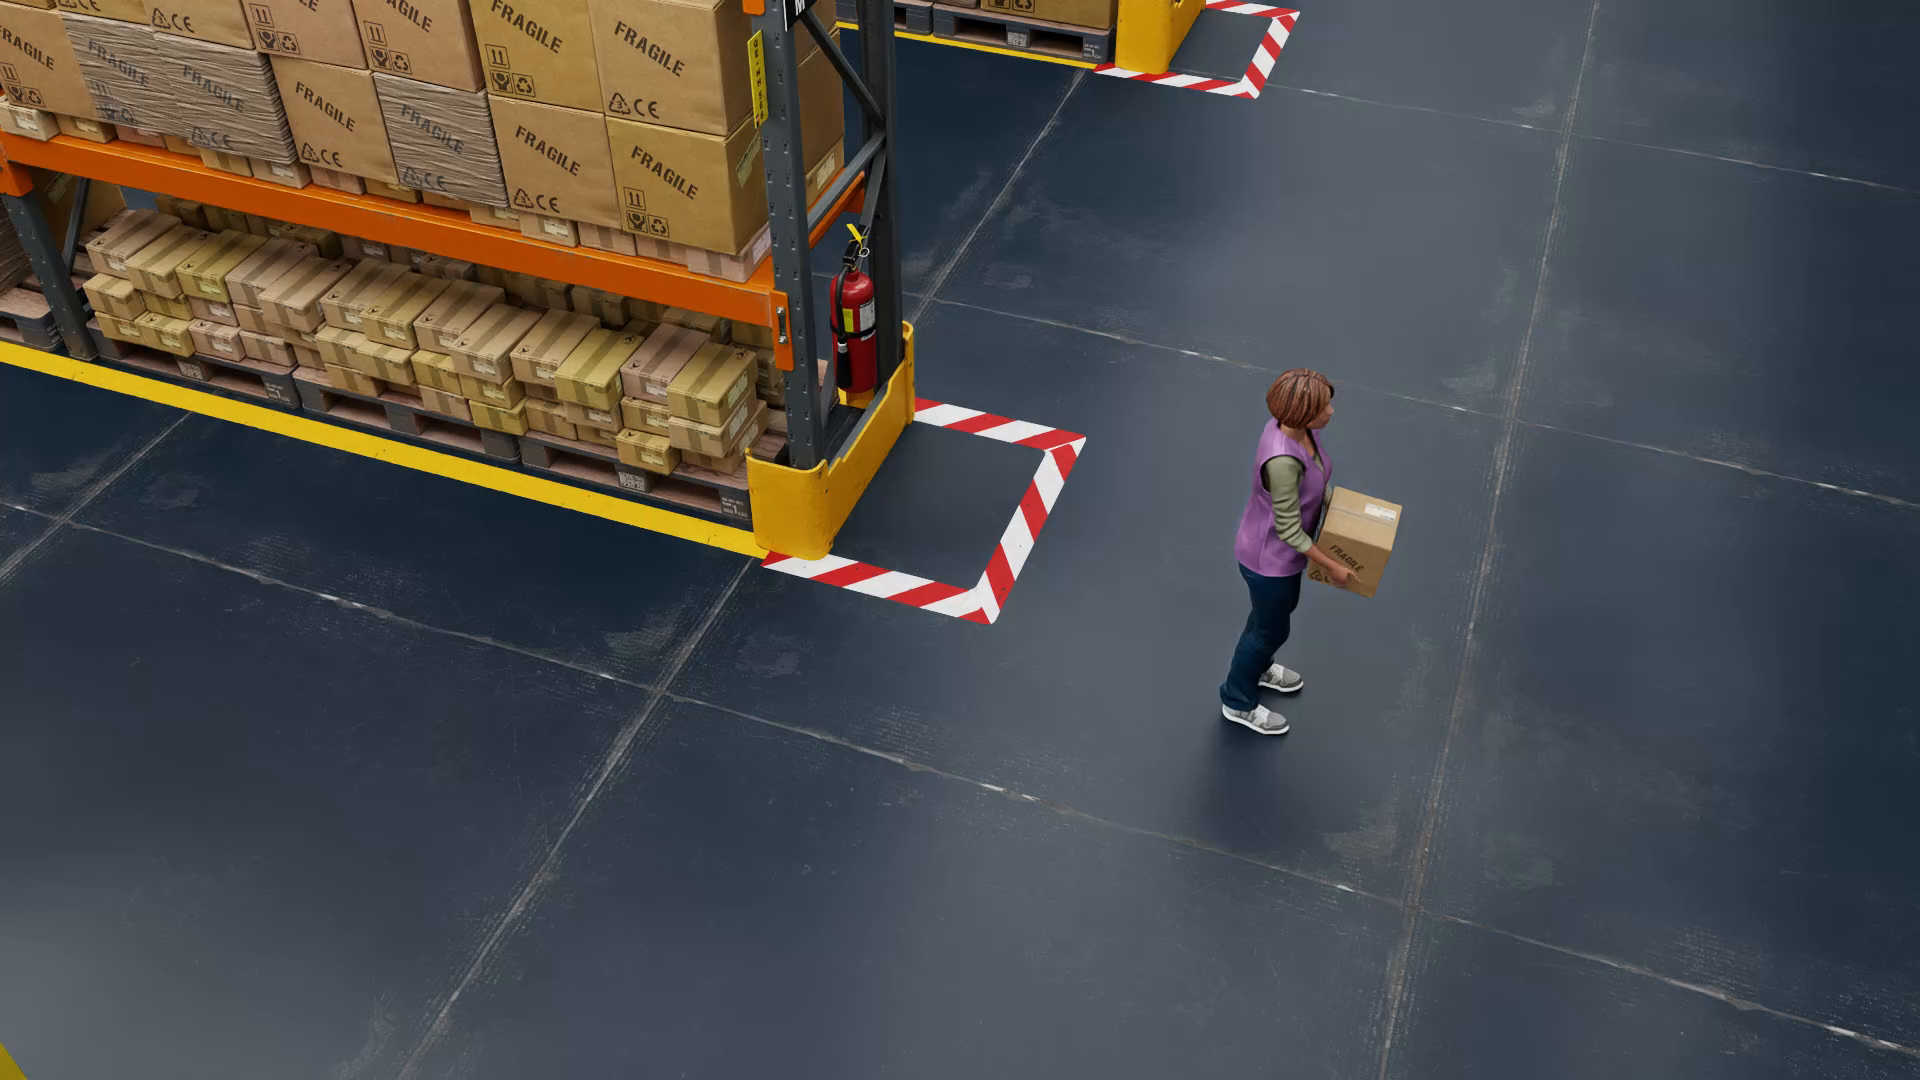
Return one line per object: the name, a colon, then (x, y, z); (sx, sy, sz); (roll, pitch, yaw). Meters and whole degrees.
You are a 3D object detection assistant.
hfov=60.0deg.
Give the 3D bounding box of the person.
person: (1.243, 0.051, 6.105); (0.471, 1.602, 0.438); (13, 44, 14)
